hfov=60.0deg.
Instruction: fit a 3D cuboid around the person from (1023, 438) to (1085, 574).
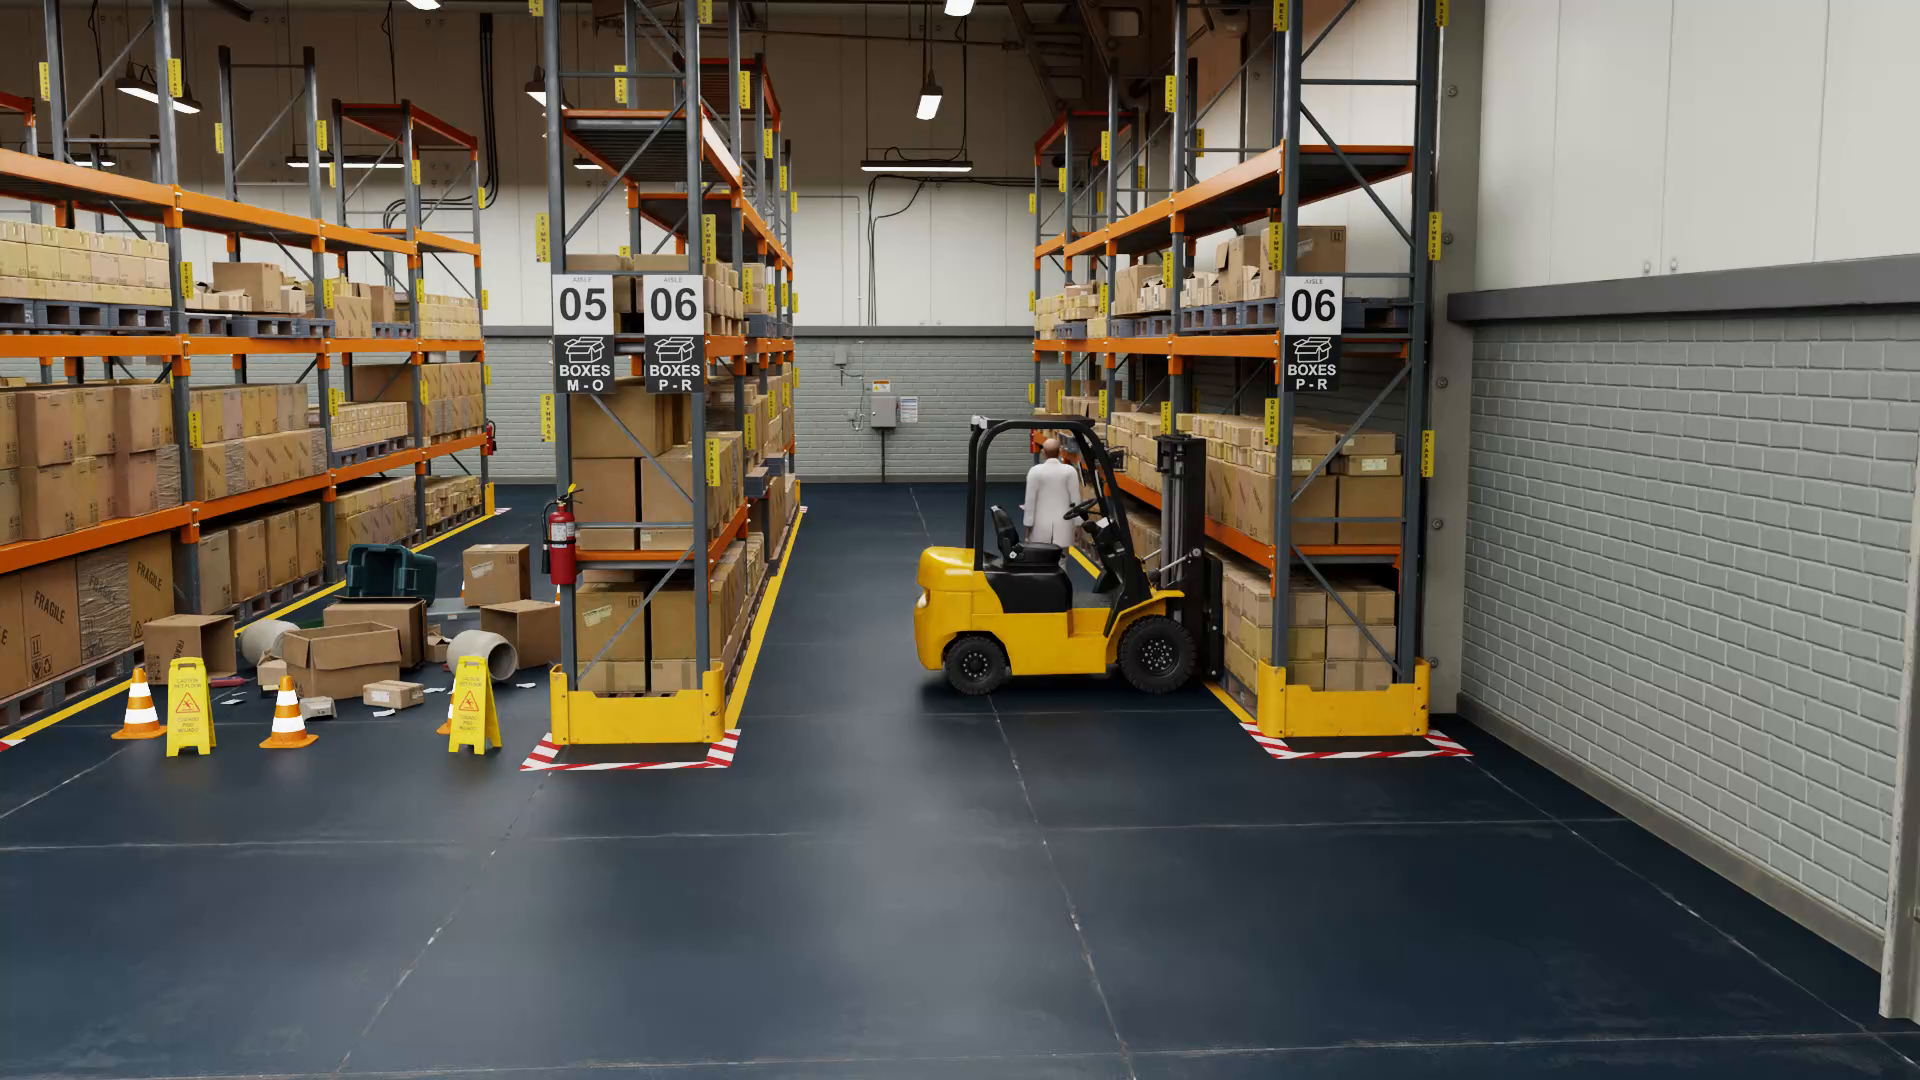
[{"bbox_3d":[0.961,-0.123,17.022,0.634,1.839,0.393,0,7,2],"label":"person"}]
